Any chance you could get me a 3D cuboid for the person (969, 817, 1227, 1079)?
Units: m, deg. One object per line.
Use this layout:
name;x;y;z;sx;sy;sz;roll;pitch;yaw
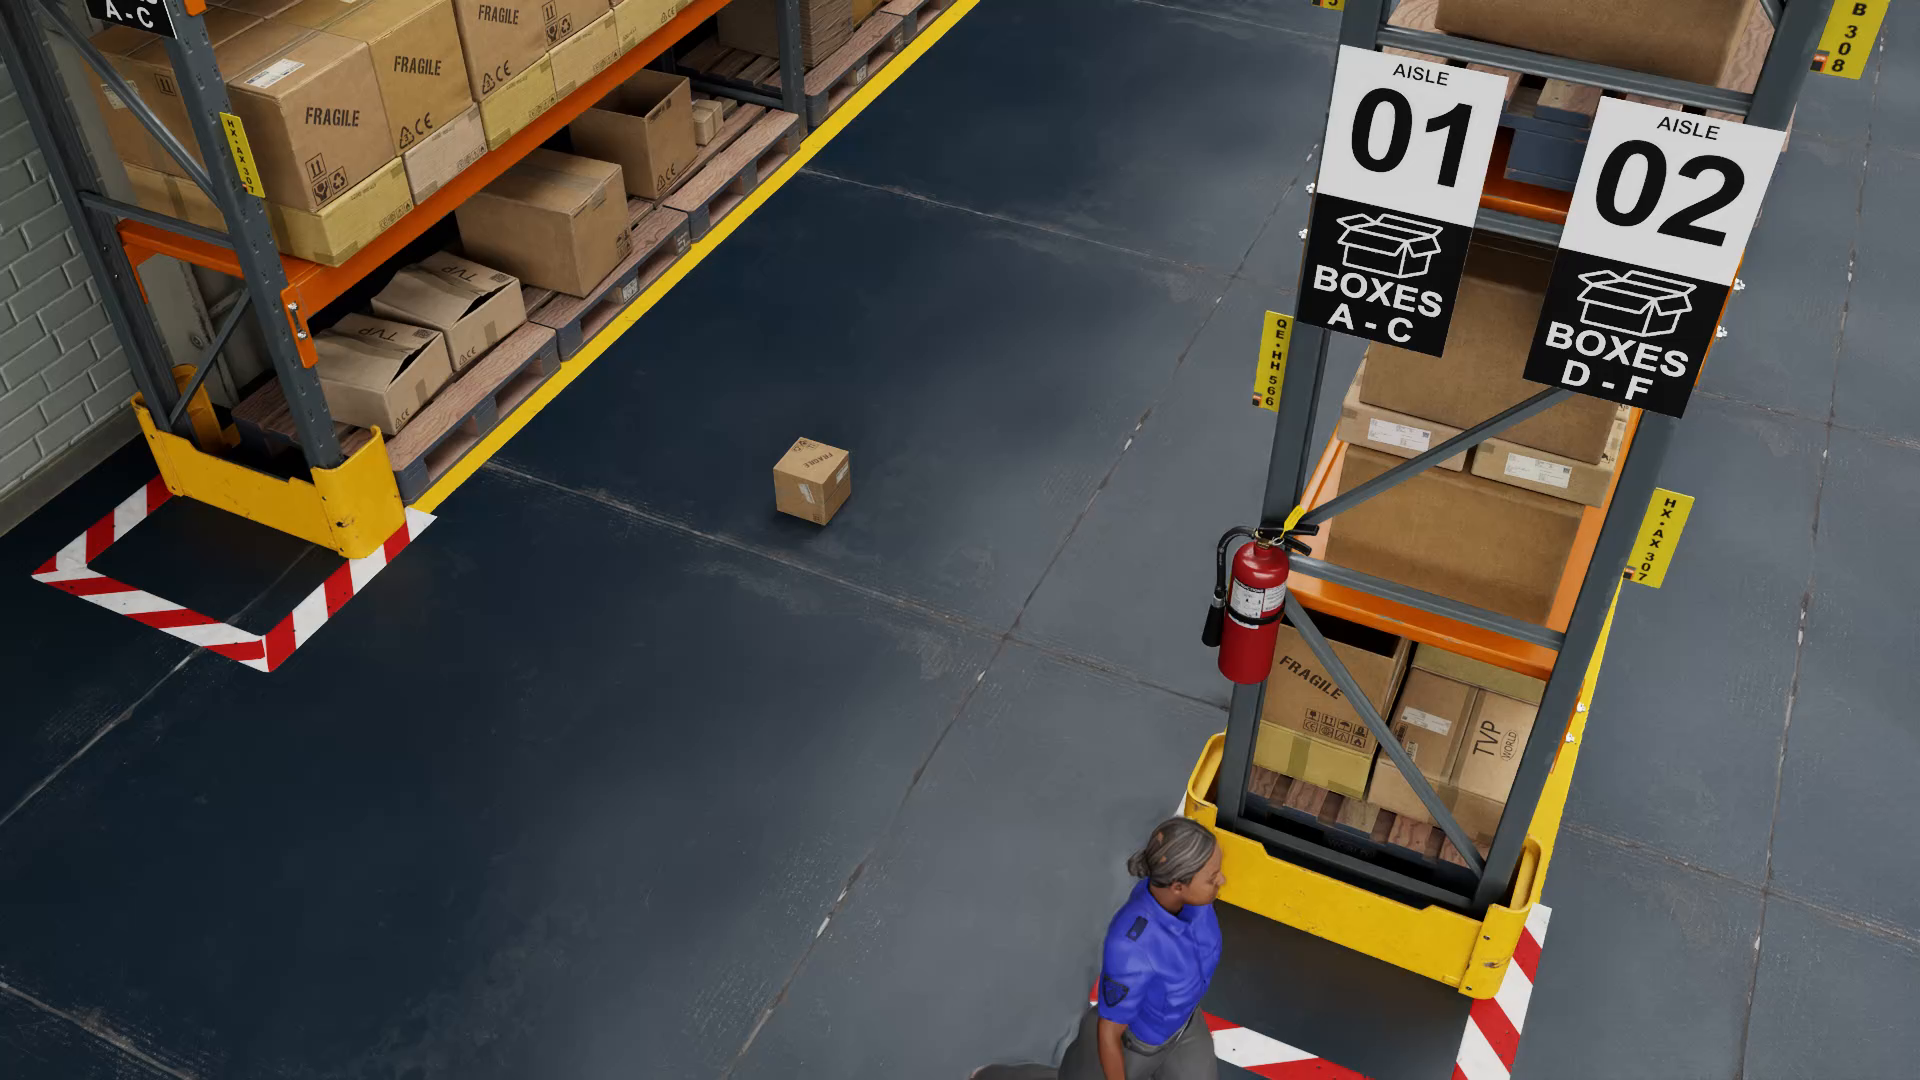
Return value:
person;0.472;1.361;4.666;0.955;1.613;0.524;28;49;27
